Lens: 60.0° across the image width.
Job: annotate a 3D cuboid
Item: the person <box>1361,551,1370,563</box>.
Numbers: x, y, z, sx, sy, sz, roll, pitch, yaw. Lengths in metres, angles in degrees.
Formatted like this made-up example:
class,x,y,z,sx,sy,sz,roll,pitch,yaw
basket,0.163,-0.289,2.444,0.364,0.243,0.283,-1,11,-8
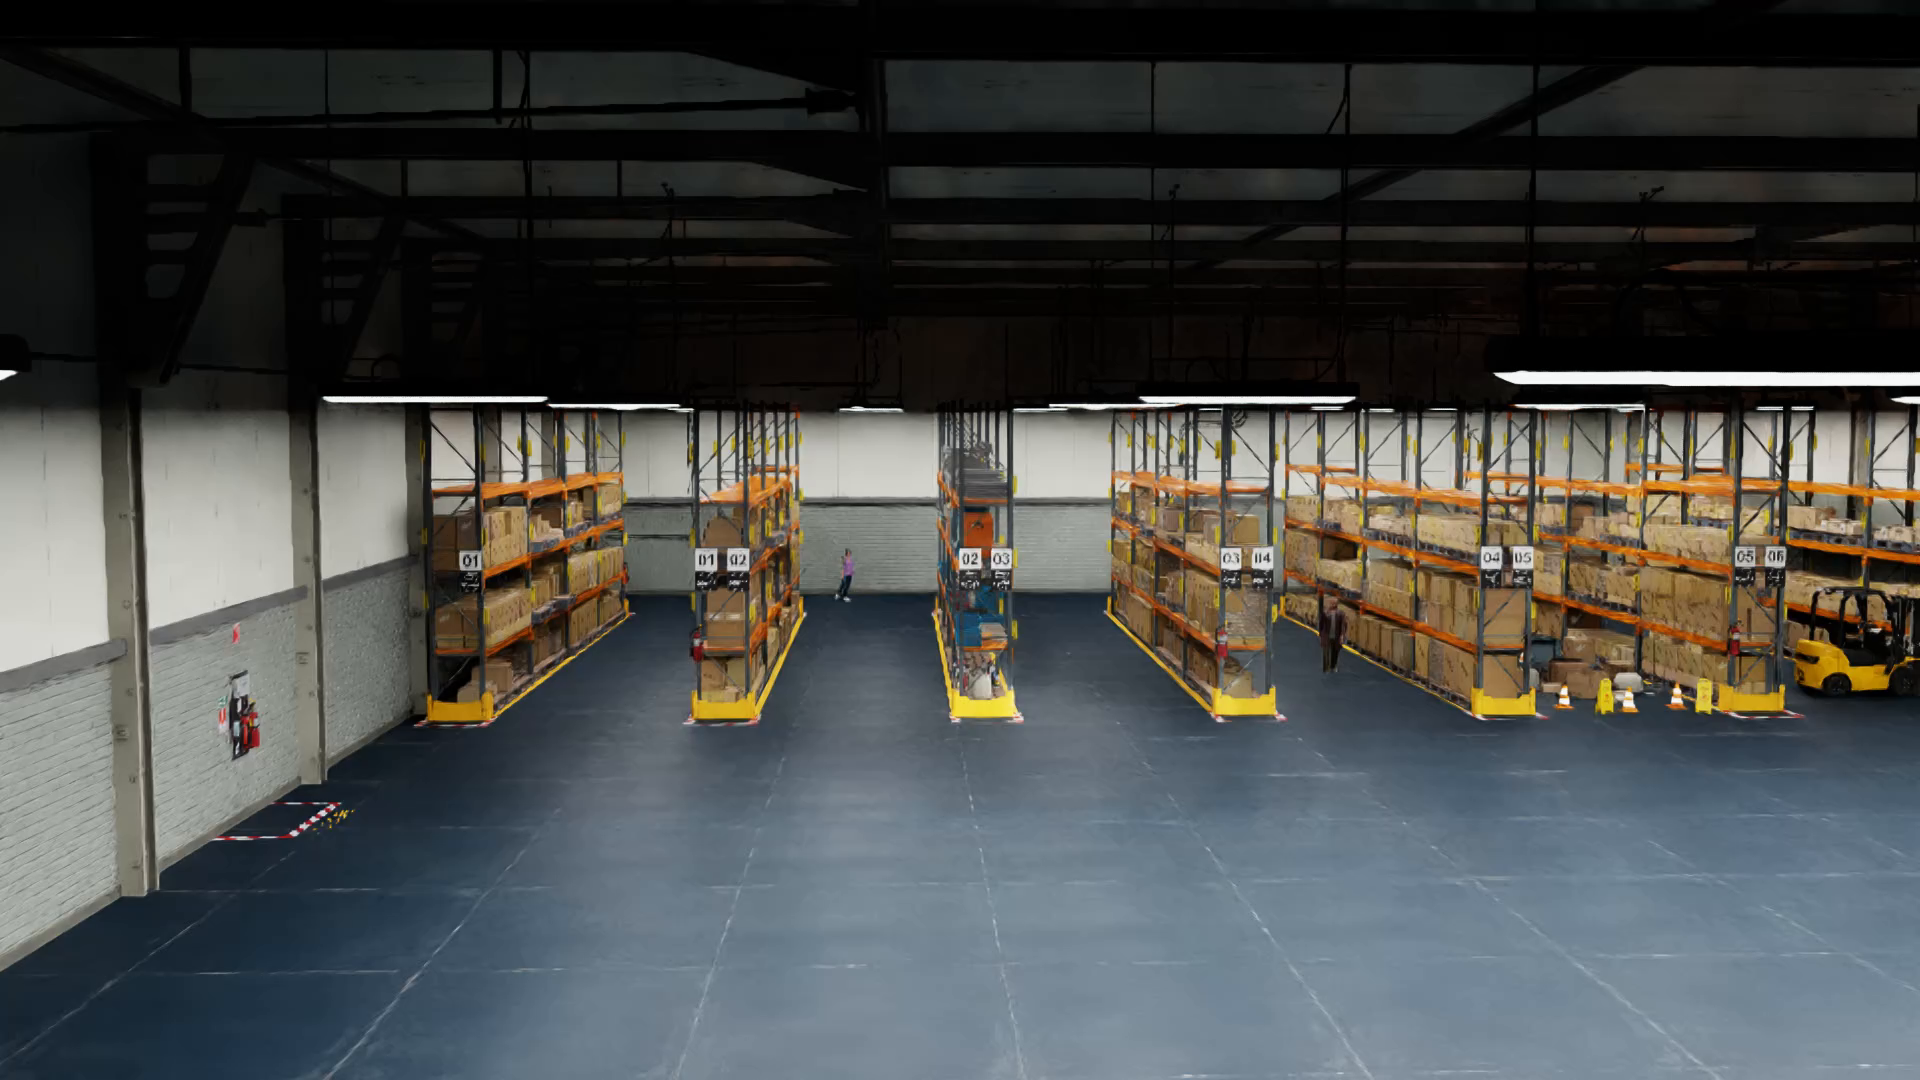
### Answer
class,x,y,z,sx,sy,sz,roll,pitch,yaw
person,11.759,1.141,48.178,0.424,1.734,0.613,-1,4,-14

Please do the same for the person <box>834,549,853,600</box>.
class,x,y,z,sx,sy,sz,roll,pitch,yaw
person,-3.558,1.056,50.981,0.572,1.586,0.462,-4,6,-44

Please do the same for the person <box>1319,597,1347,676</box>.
class,x,y,z,sx,sy,sz,roll,pitch,yaw
person,8.140,2.094,36.302,0.573,1.716,1.103,1,4,7
